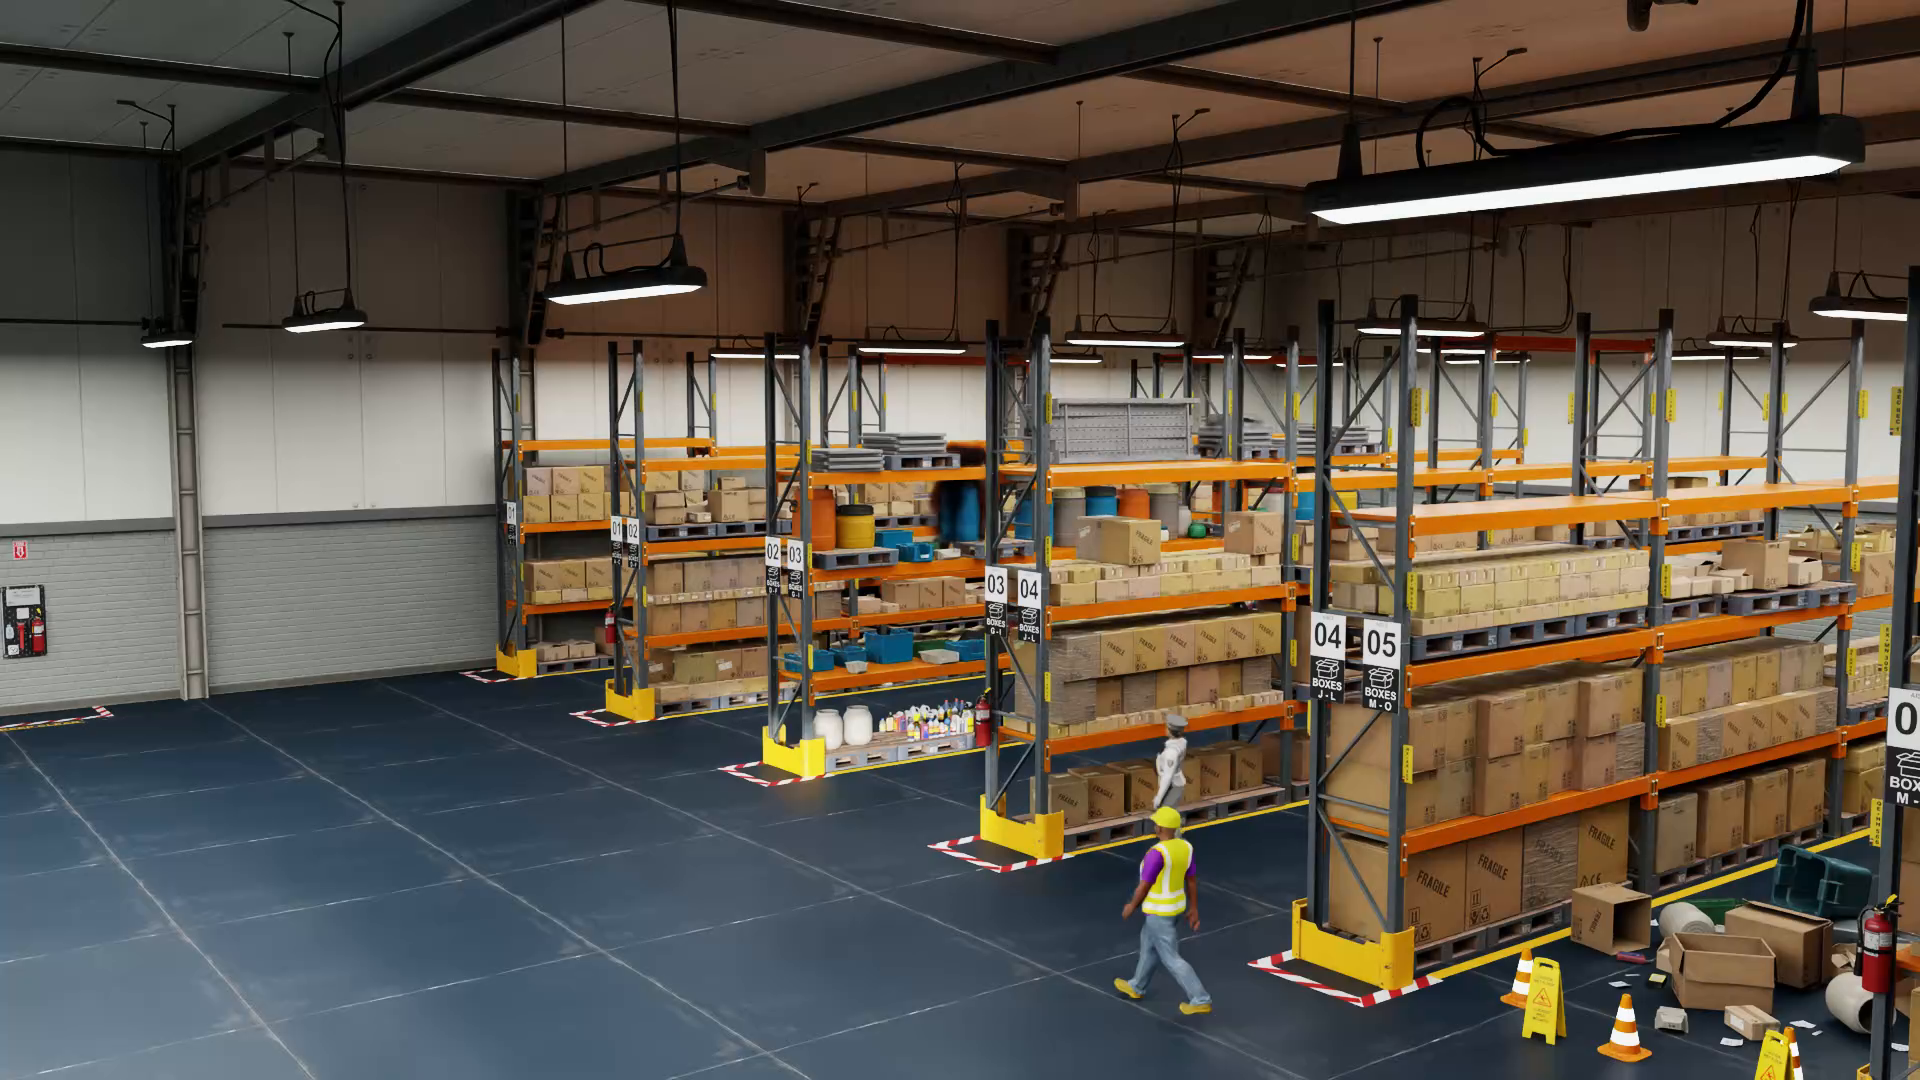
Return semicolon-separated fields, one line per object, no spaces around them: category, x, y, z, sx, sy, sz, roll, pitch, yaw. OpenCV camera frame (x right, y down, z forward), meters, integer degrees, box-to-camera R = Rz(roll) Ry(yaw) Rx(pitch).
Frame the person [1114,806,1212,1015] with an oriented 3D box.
person;1.683;3.086;13.919;1.036;1.736;0.547;3;6;33

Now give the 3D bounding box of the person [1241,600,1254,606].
person;5.491;1.516;32.081;0.487;1.710;0.503;-2;5;-20

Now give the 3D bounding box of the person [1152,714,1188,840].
person;2.300;2.732;18.174;0.411;1.698;0.581;1;5;9
